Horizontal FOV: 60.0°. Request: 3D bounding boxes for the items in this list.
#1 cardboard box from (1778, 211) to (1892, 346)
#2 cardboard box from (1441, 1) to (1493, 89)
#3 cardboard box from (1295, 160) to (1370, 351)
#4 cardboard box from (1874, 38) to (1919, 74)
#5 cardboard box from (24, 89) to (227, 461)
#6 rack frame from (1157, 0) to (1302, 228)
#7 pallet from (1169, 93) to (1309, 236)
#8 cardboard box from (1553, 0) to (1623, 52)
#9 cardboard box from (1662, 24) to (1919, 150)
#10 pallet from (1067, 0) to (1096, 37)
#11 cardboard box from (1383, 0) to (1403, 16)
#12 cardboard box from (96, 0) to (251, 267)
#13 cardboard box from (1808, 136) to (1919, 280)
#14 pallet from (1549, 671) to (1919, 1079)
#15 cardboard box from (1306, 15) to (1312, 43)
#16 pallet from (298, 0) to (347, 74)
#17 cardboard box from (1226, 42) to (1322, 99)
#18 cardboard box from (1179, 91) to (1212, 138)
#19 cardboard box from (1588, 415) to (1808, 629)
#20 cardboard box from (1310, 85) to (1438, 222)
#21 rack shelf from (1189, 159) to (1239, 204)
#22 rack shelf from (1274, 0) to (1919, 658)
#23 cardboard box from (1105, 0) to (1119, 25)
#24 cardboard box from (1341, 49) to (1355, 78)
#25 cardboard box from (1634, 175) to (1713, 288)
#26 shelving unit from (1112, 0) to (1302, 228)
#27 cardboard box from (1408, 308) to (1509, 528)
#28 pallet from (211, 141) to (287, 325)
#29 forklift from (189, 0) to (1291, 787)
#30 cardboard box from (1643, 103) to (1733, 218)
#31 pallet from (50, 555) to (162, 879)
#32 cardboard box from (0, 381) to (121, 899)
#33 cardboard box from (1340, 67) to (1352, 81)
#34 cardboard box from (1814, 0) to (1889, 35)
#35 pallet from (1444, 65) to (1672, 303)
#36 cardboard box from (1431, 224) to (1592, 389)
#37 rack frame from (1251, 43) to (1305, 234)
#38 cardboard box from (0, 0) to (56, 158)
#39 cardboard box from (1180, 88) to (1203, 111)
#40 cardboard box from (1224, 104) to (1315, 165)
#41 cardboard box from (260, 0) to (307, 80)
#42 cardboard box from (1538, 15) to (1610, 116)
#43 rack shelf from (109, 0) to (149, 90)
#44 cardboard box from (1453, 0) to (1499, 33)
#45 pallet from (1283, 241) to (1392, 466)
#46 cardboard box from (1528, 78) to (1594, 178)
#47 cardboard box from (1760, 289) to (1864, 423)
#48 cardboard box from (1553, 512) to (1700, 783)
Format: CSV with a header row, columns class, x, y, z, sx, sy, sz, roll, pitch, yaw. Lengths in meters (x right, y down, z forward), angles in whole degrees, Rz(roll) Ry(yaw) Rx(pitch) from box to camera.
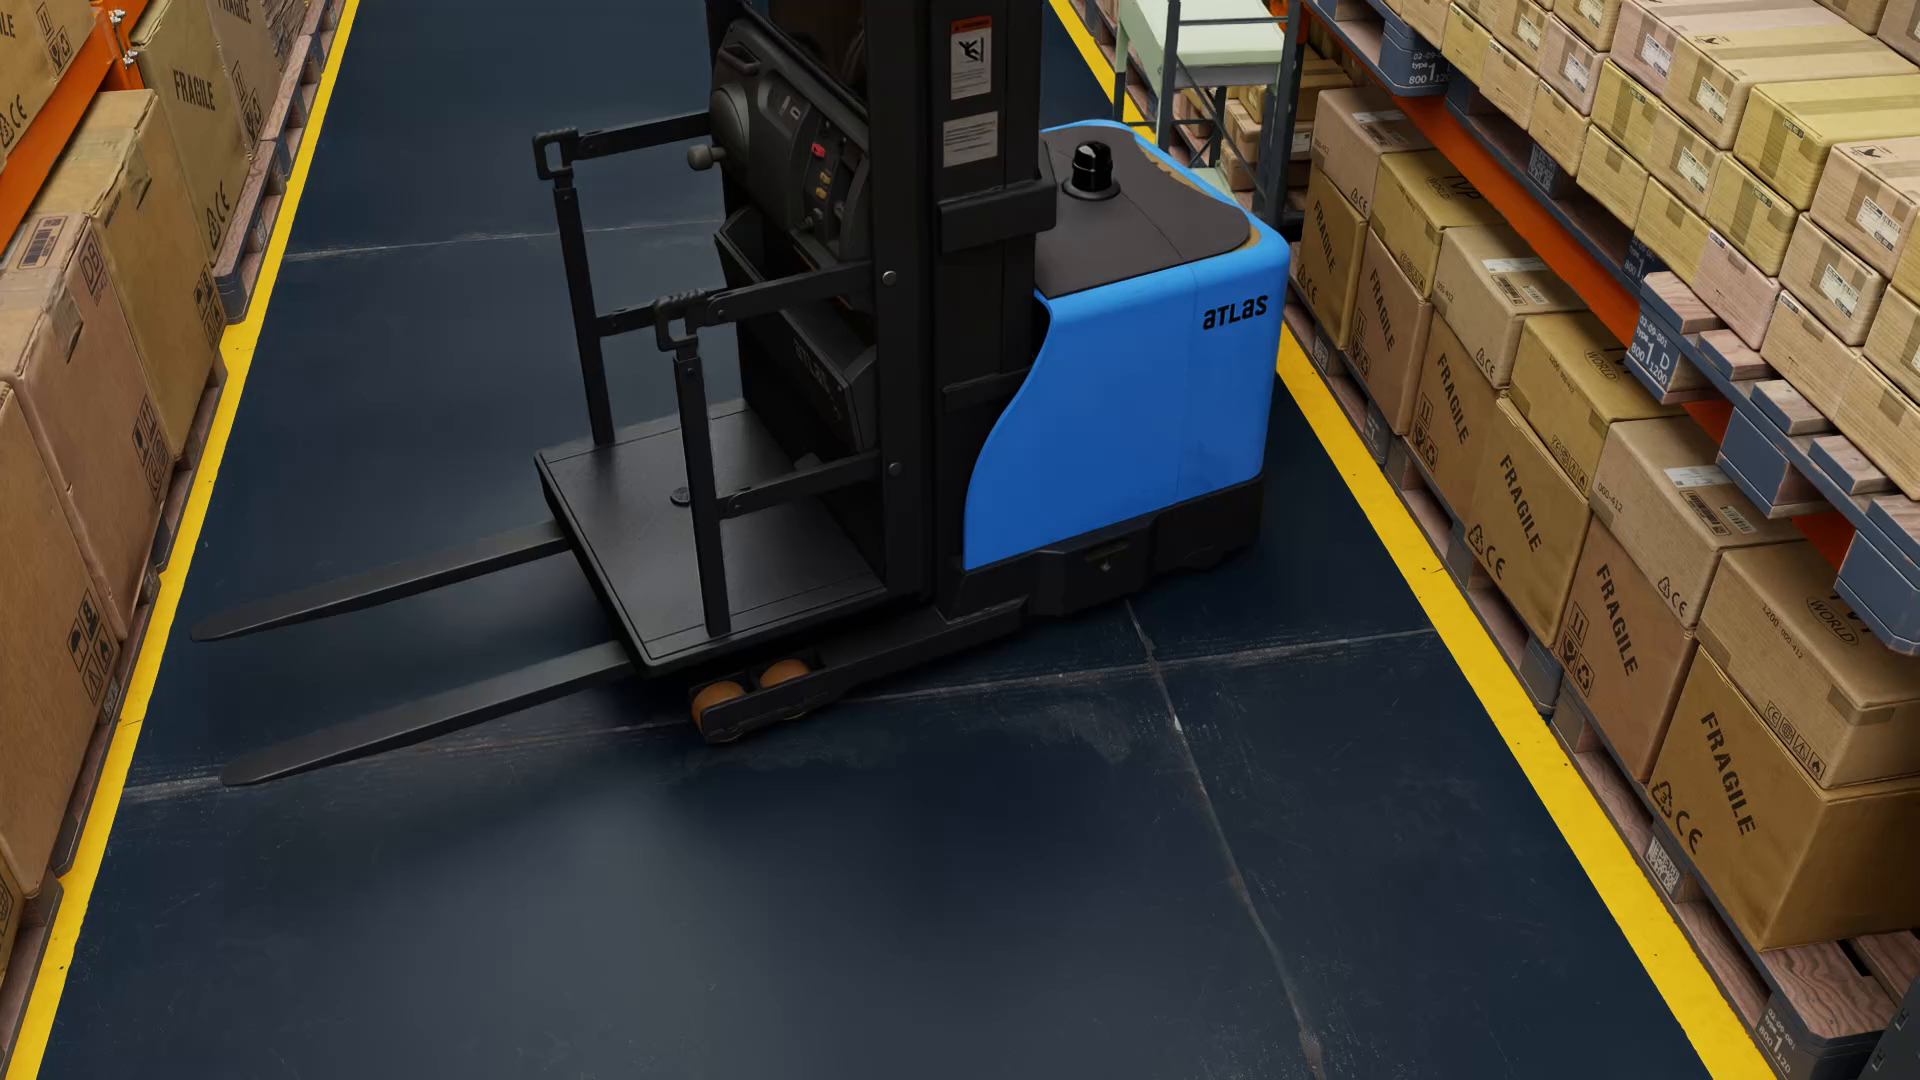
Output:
class,x,y,z,sx,sy,sz,roll,pitch,yaw
cardboard box,1.766,-0.495,3.062,0.380,0.149,0.250,-5,38,-6
cardboard box,1.498,-1.308,4.351,0.380,0.149,0.250,-7,38,-9
cardboard box,1.516,-1.020,5.814,0.500,0.500,0.500,-5,38,-6
cardboard box,2.275,-1.026,3.745,0.380,0.149,0.250,-6,38,-8
cardboard box,-3.121,-0.787,5.207,1.225,0.875,0.875,-6,38,-8
rack frame,0.817,-1.041,5.367,0.400,1.500,0.023,-4,38,-5
pallet,1.495,-1.617,7.160,1.003,0.211,1.213,-6,38,-8
cardboard box,1.587,-1.230,3.766,0.380,0.149,0.250,-4,38,-6
cardboard box,1.674,-0.920,3.367,0.380,0.149,0.250,-5,38,-7
pallet,1.067,-3.091,9.057,1.003,0.211,1.213,-6,38,-8
cardboard box,1.401,-1.626,4.760,0.380,0.149,0.250,-6,38,-7
cardboard box,-3.290,-1.578,6.226,0.875,0.875,0.875,-6,38,-8
cardboard box,1.770,-0.601,2.956,0.380,0.149,0.250,-7,38,-9
pallet,2.213,0.728,4.140,1.003,0.211,1.213,-6,38,-8
cardboard box,1.640,-2.297,7.258,0.380,0.149,0.250,-7,38,-9
pallet,-3.737,-2.684,8.533,1.003,0.211,1.213,-6,38,-8
cardboard box,1.245,-1.929,6.784,0.380,0.149,0.250,-6,38,-7
cardboard box,1.170,-1.875,7.201,0.380,0.149,0.250,-7,38,-9
cardboard box,1.872,-0.064,3.972,0.500,0.250,0.500,-6,38,-7
cardboard box,1.517,-1.317,5.584,0.500,0.250,0.500,-8,39,-10
rack shelf,0.780,-1.007,5.855,0.431,0.370,0.720,-4,38,-5
rack shelf,1.998,-0.825,4.453,1.077,0.370,4.000,-6,38,-8
cardboard box,0.933,-2.653,8.202,0.380,0.149,0.250,-8,39,-10
cardboard box,1.801,-1.995,6.869,0.380,0.149,0.250,-4,38,-6
cardboard box,1.683,-0.672,3.533,0.380,0.149,0.250,-7,38,-9
shelving unit,0.780,-1.264,5.655,0.431,1.500,0.755,-4,38,-5
cardboard box,1.716,-0.386,4.997,0.500,0.500,0.500,-6,38,-7
pallet,-3.309,-1.211,6.636,1.003,0.211,1.213,-6,38,-8
forklift,-0.620,-0.978,4.120,3.031,2.935,1.130,-17,41,-21
cardboard box,1.674,-0.805,3.461,0.380,0.149,0.250,-6,38,-8
pallet,-2.826,0.453,4.494,1.003,0.211,1.213,-6,38,-8
cardboard box,-2.801,0.287,3.825,1.225,0.875,0.875,-6,38,-8
cardboard box,1.767,-1.871,6.952,0.380,0.149,0.250,-6,38,-8
cardboard box,2.227,-1.296,3.851,0.380,0.149,0.250,-5,38,-7
pallet,1.962,-1.016,4.269,1.003,0.211,1.213,-6,38,-8
cardboard box,1.698,-0.687,4.773,0.500,0.250,0.500,-5,38,-6
rack frame,1.648,-2.317,5.787,1.000,3.000,0.127,-6,38,-8
cardboard box,-2.822,-1.331,4.437,0.500,0.500,0.500,-5,38,-7
cardboard box,1.156,-1.952,7.057,0.380,0.149,0.250,-7,38,-10
cardboard box,1.280,-1.630,6.642,0.380,0.149,0.250,-6,38,-7
cardboard box,-3.604,-2.659,7.618,0.875,0.875,0.875,-6,38,-8
cardboard box,1.586,-1.113,3.858,0.380,0.149,0.250,-5,38,-7
rack shelf,-3.604,-2.768,6.954,1.077,0.370,4.000,-6,38,-8
cardboard box,1.499,-1.421,4.255,0.380,0.149,0.250,-7,38,-9
pallet,1.786,-0.745,6.037,1.003,0.211,1.213,-6,38,-8
cardboard box,1.590,-0.991,3.943,0.380,0.149,0.250,-5,38,-7
cardboard box,1.768,-0.366,3.138,0.380,0.149,0.250,-6,38,-8
cardboard box,1.889,0.237,4.195,0.500,0.500,0.500,-5,38,-6
